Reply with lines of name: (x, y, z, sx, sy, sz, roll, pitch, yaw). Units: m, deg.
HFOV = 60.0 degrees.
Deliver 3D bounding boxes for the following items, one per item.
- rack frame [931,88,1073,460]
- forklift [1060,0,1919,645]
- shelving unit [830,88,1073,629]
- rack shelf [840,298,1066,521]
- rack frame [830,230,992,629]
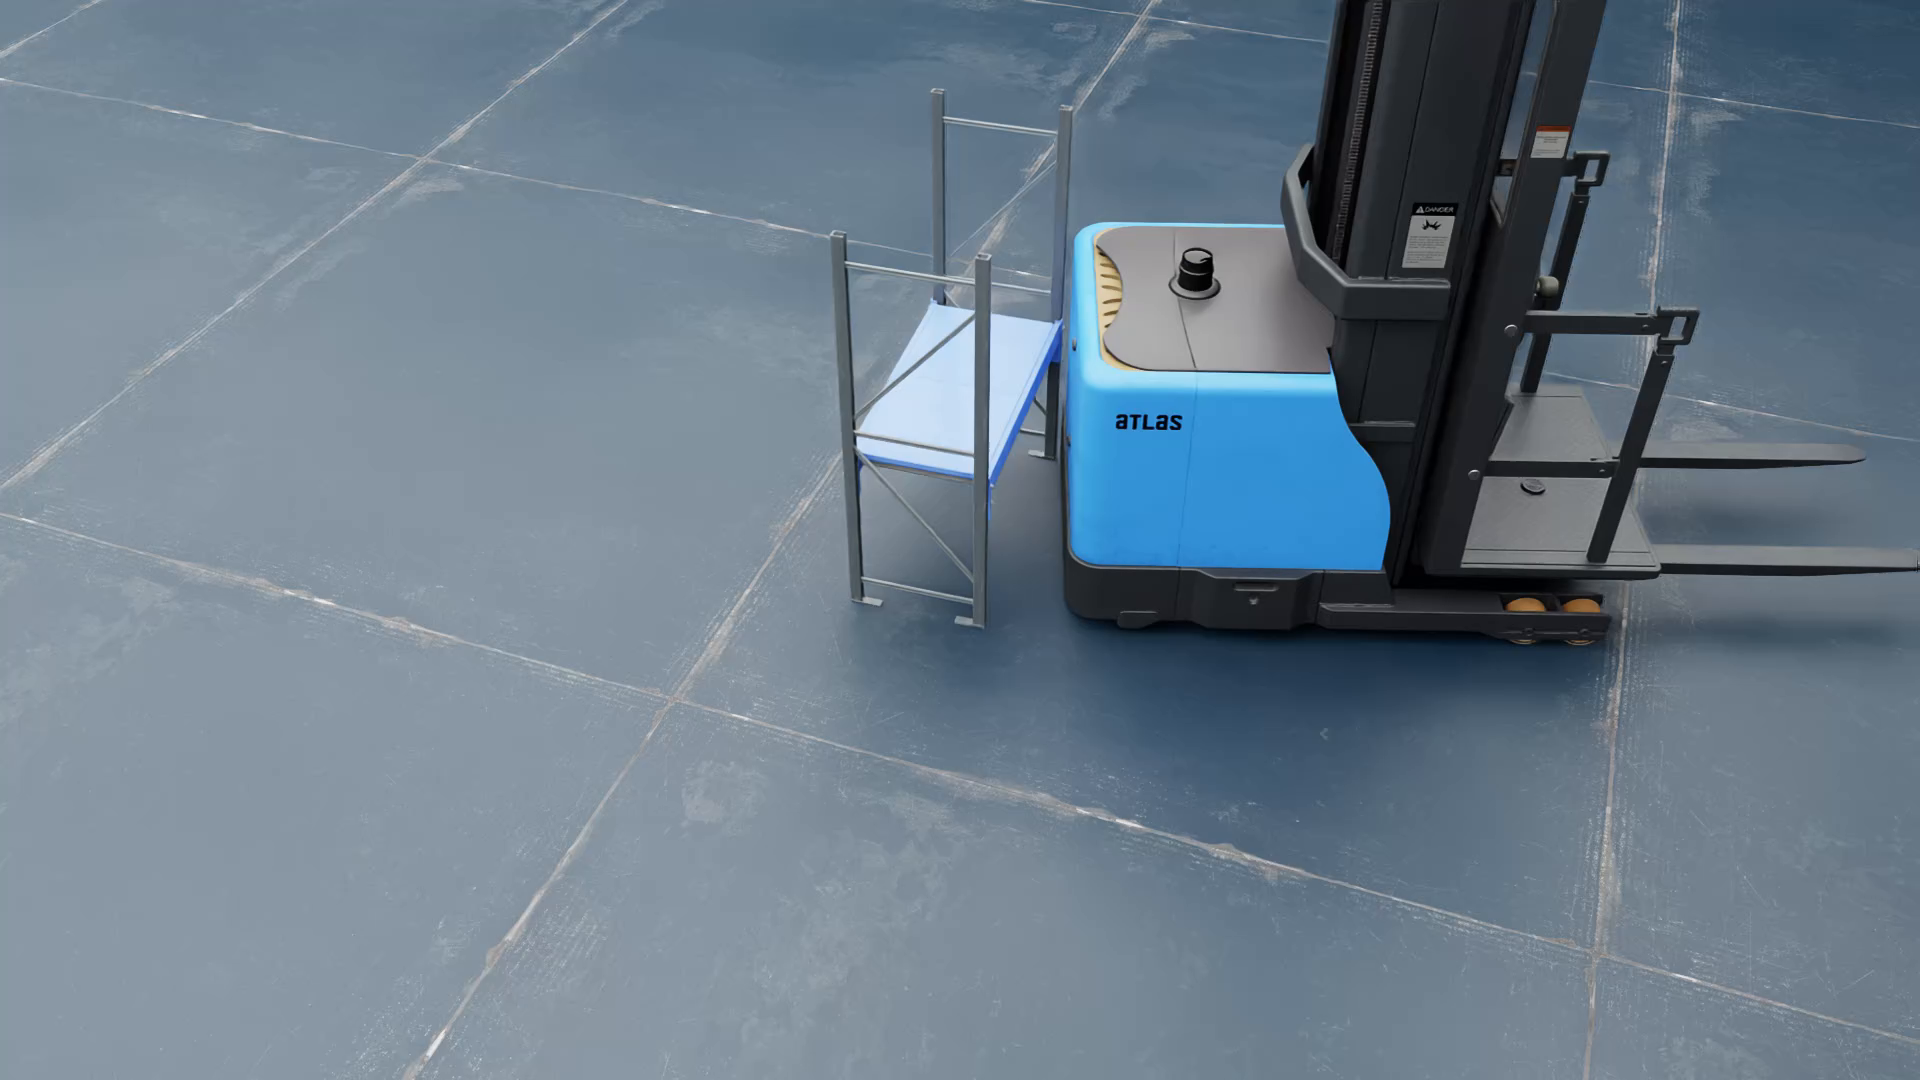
rack frame: (0.141, -0.944, 6.201, 0.500, 1.500, 0.032, 11, 42, 13)
forklift: (1.897, -1.099, 5.280, 3.031, 2.935, 1.130, 1, 40, 1)
shelving unit: (-0.004, -0.628, 5.831, 0.538, 1.500, 1.048, 11, 42, 13)
rack shelf: (-0.004, -0.491, 5.947, 0.538, 0.185, 1.000, 11, 42, 13)
rack frame: (-0.150, -0.312, 5.460, 0.500, 1.500, 0.032, 11, 42, 13)
